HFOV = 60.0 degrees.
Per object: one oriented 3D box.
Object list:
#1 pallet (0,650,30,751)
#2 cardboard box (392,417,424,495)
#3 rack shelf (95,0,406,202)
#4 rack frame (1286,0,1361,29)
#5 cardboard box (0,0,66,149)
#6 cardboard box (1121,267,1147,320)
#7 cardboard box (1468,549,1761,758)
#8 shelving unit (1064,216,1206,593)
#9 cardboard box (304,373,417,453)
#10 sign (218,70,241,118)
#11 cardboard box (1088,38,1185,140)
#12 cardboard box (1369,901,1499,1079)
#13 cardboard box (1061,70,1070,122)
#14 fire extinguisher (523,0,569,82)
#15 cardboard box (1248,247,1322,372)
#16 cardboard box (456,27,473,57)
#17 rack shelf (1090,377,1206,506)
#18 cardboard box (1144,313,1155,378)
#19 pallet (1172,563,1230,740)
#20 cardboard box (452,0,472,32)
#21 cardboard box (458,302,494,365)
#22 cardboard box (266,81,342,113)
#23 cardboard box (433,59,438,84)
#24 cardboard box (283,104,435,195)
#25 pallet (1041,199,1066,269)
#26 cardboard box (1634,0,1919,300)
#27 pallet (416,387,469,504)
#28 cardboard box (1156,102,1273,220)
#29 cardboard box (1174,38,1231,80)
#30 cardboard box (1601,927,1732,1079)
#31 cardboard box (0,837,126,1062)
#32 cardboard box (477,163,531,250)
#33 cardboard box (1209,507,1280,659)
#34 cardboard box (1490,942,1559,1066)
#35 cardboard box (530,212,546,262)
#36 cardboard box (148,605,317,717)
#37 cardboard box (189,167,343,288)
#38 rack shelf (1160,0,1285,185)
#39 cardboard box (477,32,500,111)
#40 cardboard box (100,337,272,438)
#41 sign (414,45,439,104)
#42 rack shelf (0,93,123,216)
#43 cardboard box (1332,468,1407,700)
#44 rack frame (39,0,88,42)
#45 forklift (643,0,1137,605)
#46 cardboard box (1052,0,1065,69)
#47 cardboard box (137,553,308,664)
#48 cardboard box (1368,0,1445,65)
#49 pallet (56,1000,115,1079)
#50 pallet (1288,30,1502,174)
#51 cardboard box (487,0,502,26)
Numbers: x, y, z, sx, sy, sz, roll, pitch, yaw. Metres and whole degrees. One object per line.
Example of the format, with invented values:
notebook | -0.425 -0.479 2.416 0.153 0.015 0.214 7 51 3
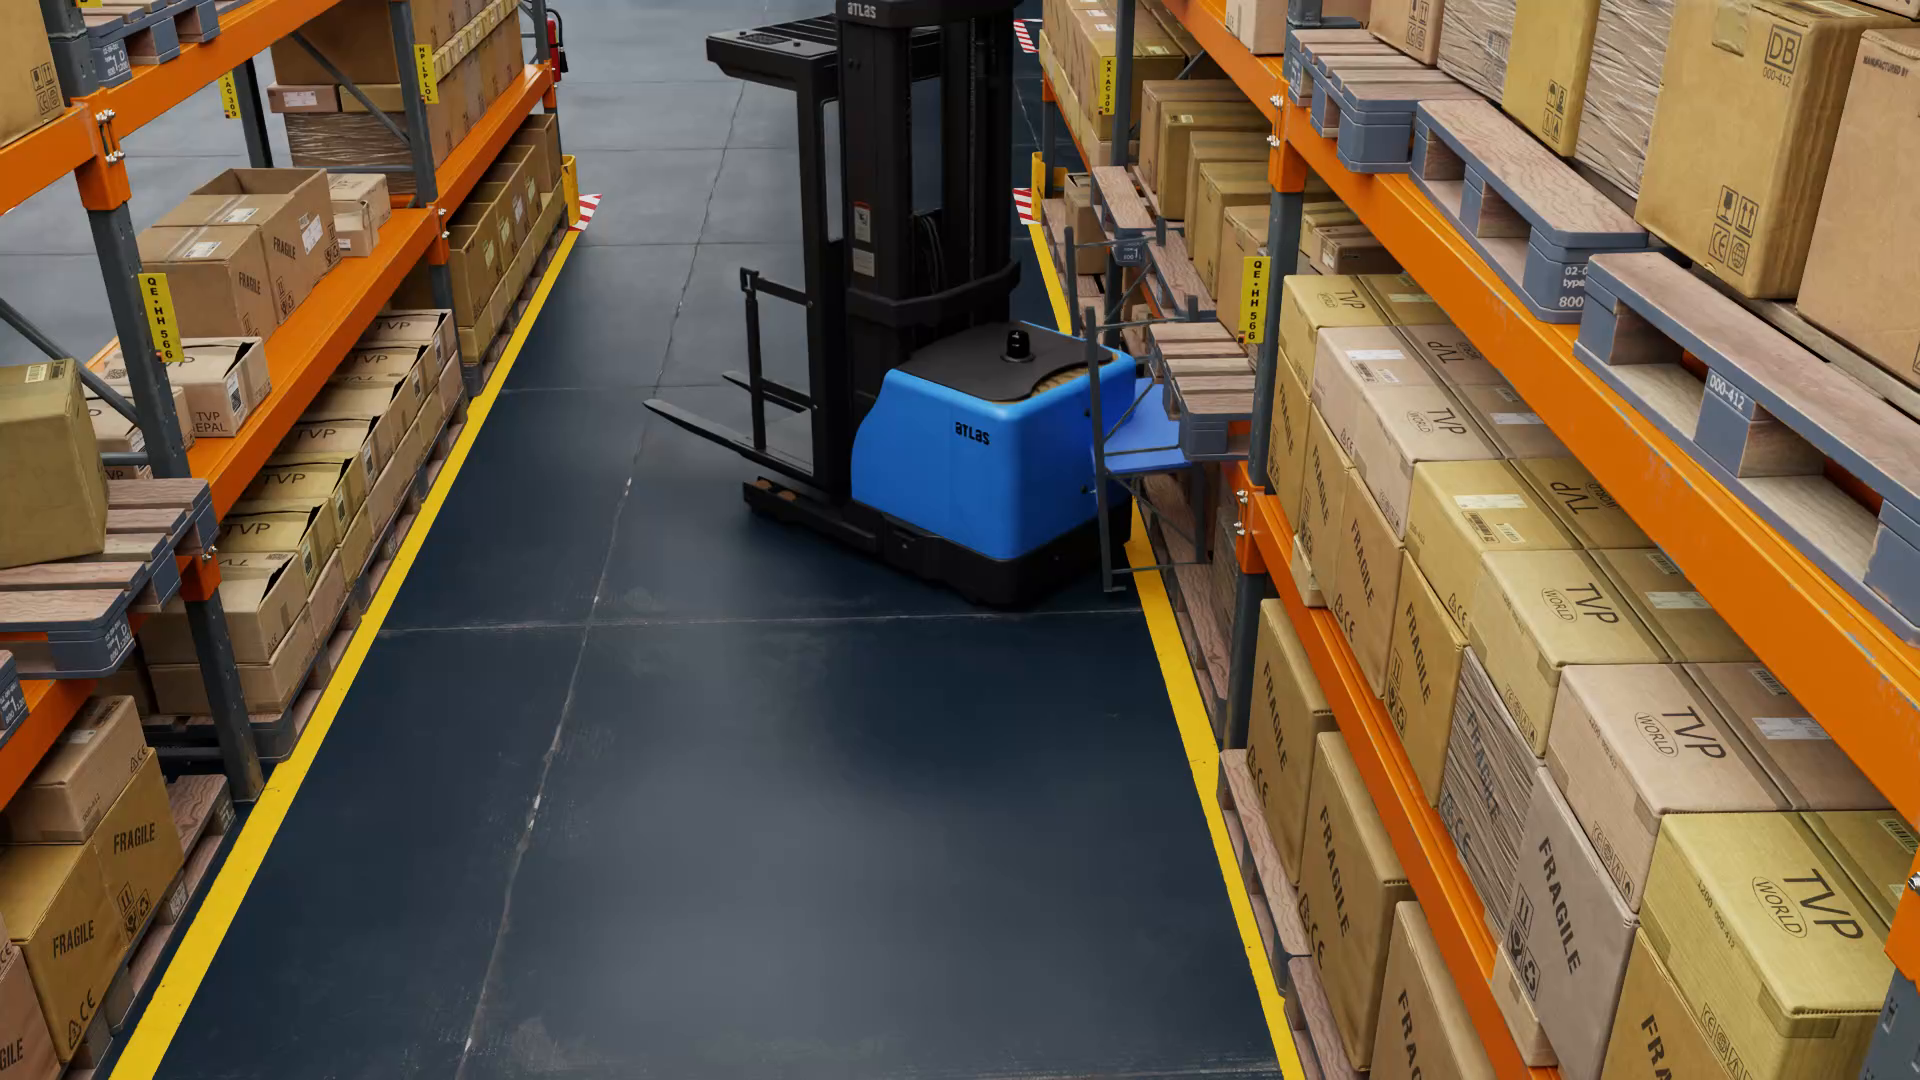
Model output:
pallet | -3.237 0.702 4.367 1.003 0.211 1.213 -1 28 -3
cardboard box | -3.189 -0.441 8.871 0.500 0.250 0.500 -1 28 -2
rack shelf | -3.447 -2.215 7.288 1.077 0.370 4.000 -1 28 -3
rack frame | 1.604 -3.062 4.890 1.000 3.000 0.127 -1 28 -3
cardboard box | -3.286 -1.454 4.943 0.910 0.500 0.500 -1 28 -3
cardboard box | 1.301 -1.814 11.213 0.500 0.500 0.500 -3 28 -7
cardboard box | 1.489 0.246 3.772 0.500 0.250 0.500 -1 28 -2
shelving unit | 0.860 -0.675 8.197 0.538 1.500 1.048 -6 31 1
cardboard box | -3.187 -0.693 8.748 0.500 0.311 0.500 -1 28 -3
sign | -4.106 -2.533 9.341 0.100 0.325 0.005 -1 28 -3
cardboard box | 1.062 -2.735 10.080 0.500 0.500 0.500 -1 28 -3
cardboard box | 1.600 1.505 4.492 0.750 0.750 0.750 -1 28 -1
cardboard box | 0.981 -3.098 11.586 0.500 0.250 0.500 -1 28 -2
fire extinguisher | -3.303 -4.007 13.272 0.296 0.674 0.183 -1 28 -3
cardboard box | 1.570 -0.858 6.568 0.700 0.500 0.500 -5 28 -9
cardboard box | -3.457 -3.304 11.032 0.380 0.149 0.250 -2 28 -3
rack shelf | 0.878 -0.522 8.289 0.538 0.185 1.000 -6 31 1
cardboard box | 1.450 -0.997 9.645 0.700 0.500 0.500 0 28 -1
pallet | 1.565 0.473 7.614 1.003 0.211 1.213 -1 28 -3
cardboard box | -3.660 -3.648 10.989 0.700 0.500 0.500 -1 28 -3
cardboard box | -3.273 -1.317 10.550 0.500 0.250 0.500 -1 28 -3
cardboard box | -3.780 -2.580 9.644 0.380 0.149 0.250 -1 28 -3
cardboard box | -3.401 -2.824 10.111 0.380 0.149 0.250 -2 28 -4
cardboard box | -3.581 -2.377 9.956 0.700 0.500 0.500 -2 28 -4
pallet | 1.197 -2.449 13.218 1.003 0.211 1.213 -1 28 -3
cardboard box | 1.783 -0.789 3.191 0.700 0.500 0.500 -2 28 -4
pallet | -3.474 -0.552 9.581 1.003 0.211 1.213 -1 28 -3
cardboard box | 1.410 -1.995 8.747 0.700 0.500 0.500 1 28 3
cardboard box | 1.579 -2.746 10.102 0.500 0.500 0.500 -2 28 -4
cardboard box | 1.537 1.053 3.036 0.500 0.500 0.500 -2 28 -3
cardboard box | -3.033 1.298 5.246 0.500 0.500 0.500 -2 28 -5
cardboard box | -3.344 -2.342 11.705 0.500 0.500 0.500 -1 28 -3
cardboard box | 1.514 0.180 7.389 0.700 0.500 0.500 -1 28 -2
cardboard box | 1.435 1.041 3.760 0.380 0.149 0.250 -1 28 -3
cardboard box | -3.371 -2.240 12.321 0.500 0.250 0.500 -1 28 -3
cardboard box | -3.077 0.503 7.061 0.500 0.250 0.500 -1 28 -3
cardboard box | -3.500 -1.574 8.416 0.500 0.500 0.500 1 28 1
rack shelf | 1.500 -2.337 7.521 1.077 0.370 4.000 -1 28 -3
cardboard box | -3.696 -3.332 11.787 0.700 0.500 0.500 -1 28 -2
cardboard box | -3.196 -0.659 6.866 0.500 0.311 0.500 -2 28 -3
sign | -3.010 -2.624 9.371 0.100 0.325 0.005 -1 28 -3
rack shelf | -3.238 -0.368 3.747 1.077 0.370 4.000 -1 28 -3
cardboard box | 1.417 0.115 4.835 0.500 0.500 0.500 -2 28 -3
rack frame | -3.343 -2.941 4.657 1.000 3.000 0.127 -1 28 -3
forklift | -0.540 -1.555 8.562 3.031 2.935 1.130 23 35 37
cardboard box | 0.948 -3.677 11.885 0.500 0.500 0.500 -2 28 -4
cardboard box | -3.077 0.255 6.931 0.500 0.311 0.500 0 28 -1
cardboard box | 1.686 -1.753 5.040 0.700 0.500 0.500 -3 28 -7
pallet | -3.281 1.863 4.949 1.003 0.211 1.213 -1 28 -3
pallet | 1.691 -1.352 5.060 1.213 0.211 1.003 0 28 0
cardboard box | -3.511 -3.780 11.945 0.380 0.149 0.250 -1 28 -2
